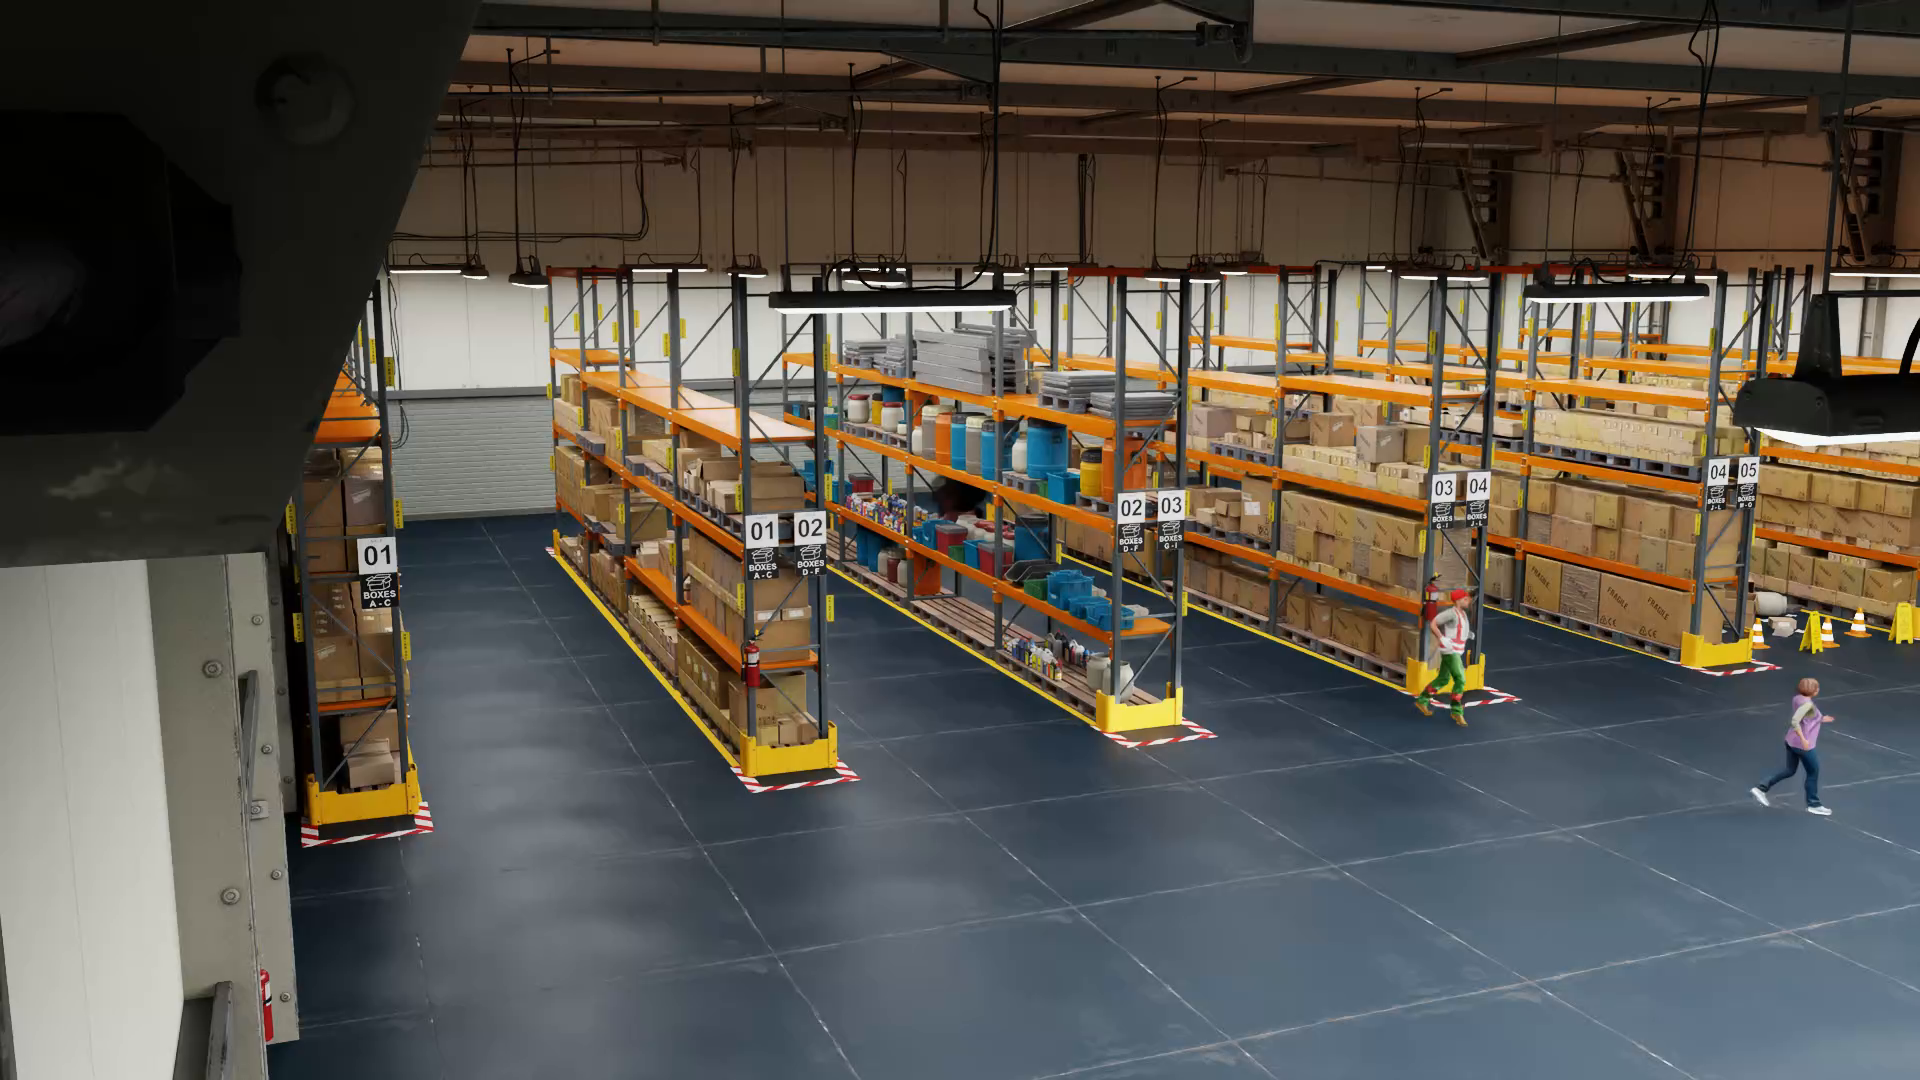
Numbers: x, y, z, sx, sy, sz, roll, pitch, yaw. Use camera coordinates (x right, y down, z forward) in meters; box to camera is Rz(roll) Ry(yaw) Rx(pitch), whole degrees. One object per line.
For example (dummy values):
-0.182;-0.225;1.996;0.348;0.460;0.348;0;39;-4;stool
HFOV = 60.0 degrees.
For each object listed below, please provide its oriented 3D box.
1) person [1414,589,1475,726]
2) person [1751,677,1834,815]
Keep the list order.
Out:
6.660;1.562;22.674;0.791;1.833;0.665;6;12;31;person
9.407;2.311;18.668;0.885;1.587;0.511;1;10;4;person
